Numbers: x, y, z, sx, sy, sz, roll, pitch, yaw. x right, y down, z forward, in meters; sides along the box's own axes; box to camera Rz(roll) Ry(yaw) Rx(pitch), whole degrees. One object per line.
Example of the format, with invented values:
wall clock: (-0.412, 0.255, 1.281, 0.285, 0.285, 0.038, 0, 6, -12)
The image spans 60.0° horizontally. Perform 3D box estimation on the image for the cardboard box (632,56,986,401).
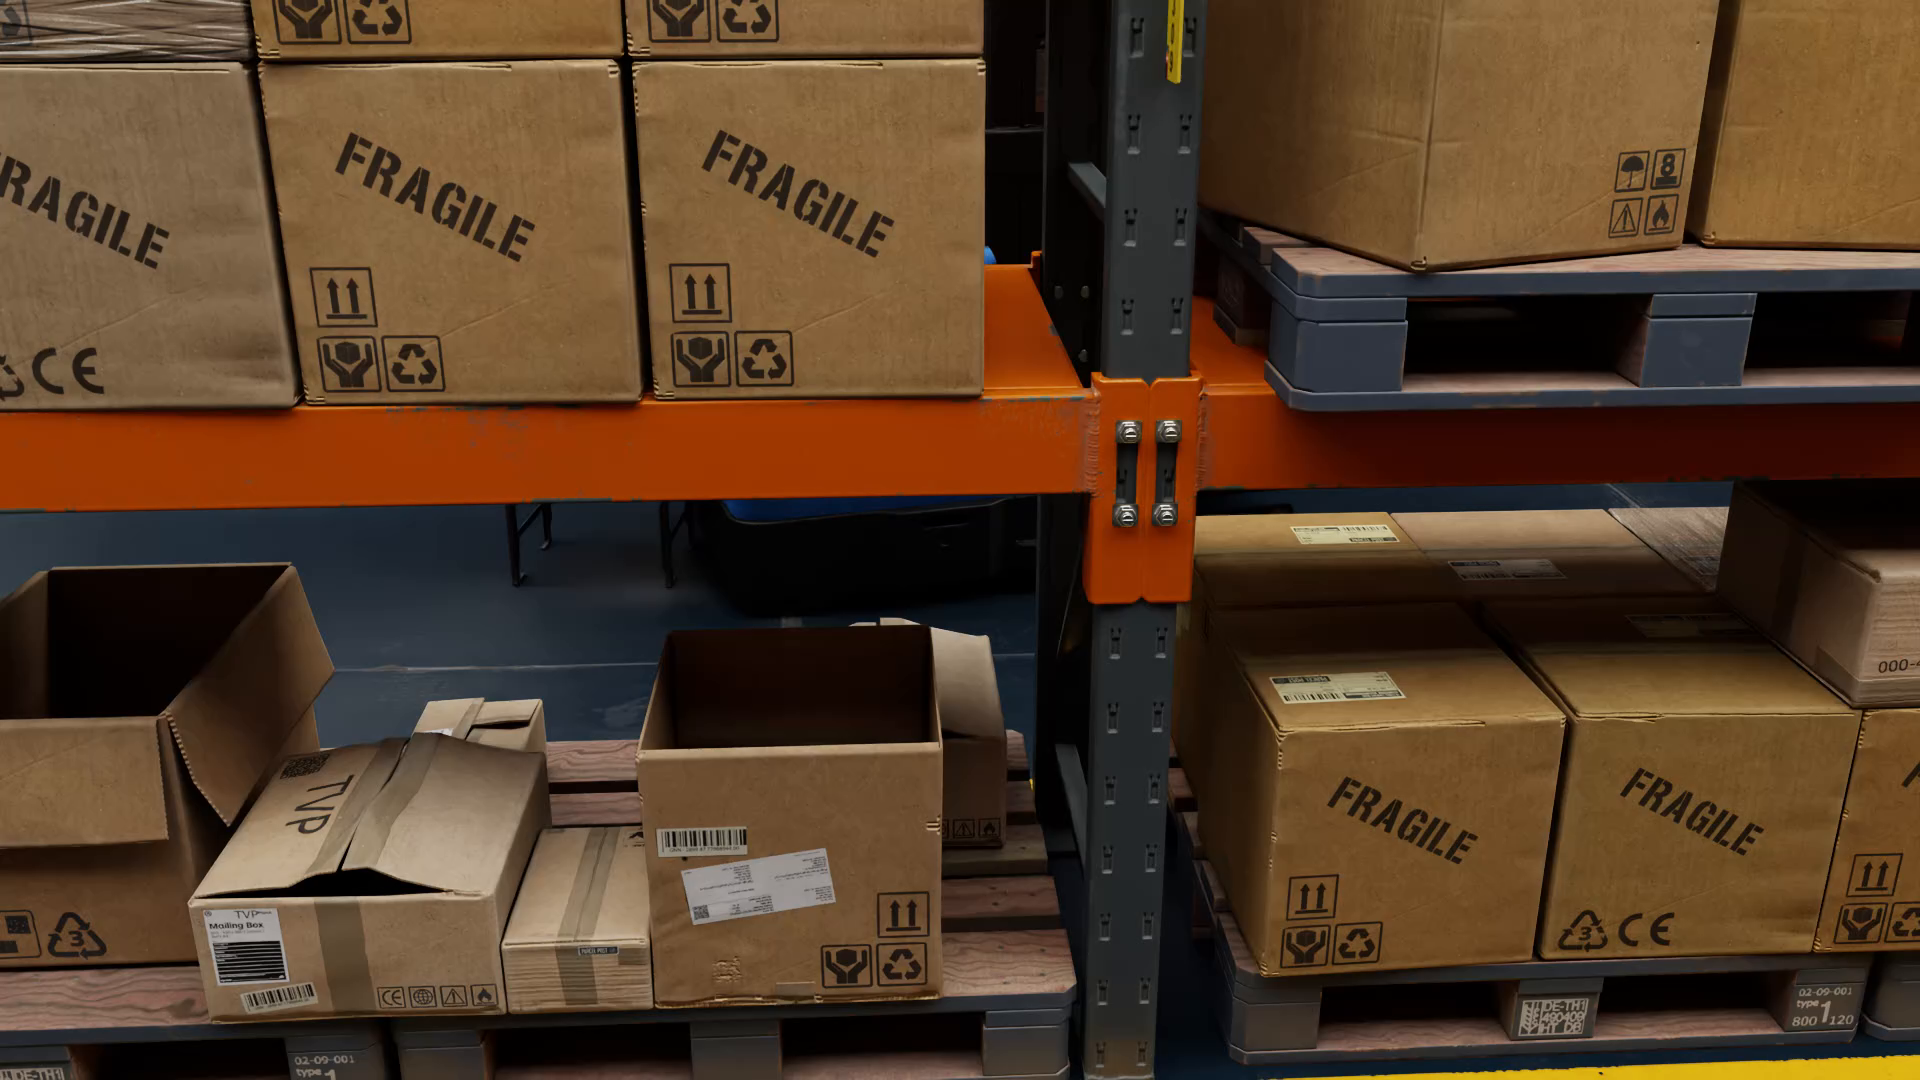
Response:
cardboard box: (-0.223, -0.534, 2.669, 0.500, 0.500, 0.500, -1, 21, -2)

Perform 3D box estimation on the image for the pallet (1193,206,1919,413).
pallet: (1.065, -0.477, 2.927, 1.213, 0.211, 1.003, -1, 21, -3)

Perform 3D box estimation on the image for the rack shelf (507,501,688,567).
rack shelf: (-1.148, -0.235, 5.292, 0.480, 0.518, 0.431, 1, 21, 2)

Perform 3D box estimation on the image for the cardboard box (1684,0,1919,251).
cardboard box: (1.430, -0.799, 2.772, 0.500, 0.500, 0.700, 2, 21, 6)

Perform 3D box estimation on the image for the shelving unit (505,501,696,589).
shelving unit: (-1.148, -0.902, 5.038, 0.503, 2.100, 0.431, 1, 21, 2)

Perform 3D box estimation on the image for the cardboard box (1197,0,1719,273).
cardboard box: (0.747, -0.762, 2.676, 0.500, 0.500, 0.700, -9, 22, -21)

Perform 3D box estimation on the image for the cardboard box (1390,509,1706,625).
cardboard box: (1.232, 0.255, 3.631, 0.500, 0.500, 0.500, -1, 21, -3)

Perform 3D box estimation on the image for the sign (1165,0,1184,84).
sign: (0.300, -0.801, 2.292, 0.005, 0.325, 0.100, -1, 21, -3)

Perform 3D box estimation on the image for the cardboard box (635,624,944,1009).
cardboard box: (-0.291, 0.486, 3.024, 0.500, 0.500, 0.500, -1, 21, -3)

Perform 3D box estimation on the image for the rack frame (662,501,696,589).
rack frame: (-0.904, -0.898, 5.028, 0.015, 2.100, 0.400, 1, 21, 2)

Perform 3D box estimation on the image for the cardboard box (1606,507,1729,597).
cardboard box: (1.732, 0.245, 3.658, 0.500, 0.500, 0.500, -1, 21, -2)

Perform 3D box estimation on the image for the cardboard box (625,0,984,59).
cardboard box: (-0.229, -1.001, 2.488, 0.500, 0.500, 0.500, -1, 21, -3)

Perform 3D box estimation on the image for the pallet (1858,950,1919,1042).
pallet: (2.292, 0.658, 3.595, 1.213, 0.211, 1.003, -1, 21, -3)

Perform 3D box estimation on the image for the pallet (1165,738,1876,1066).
pallet: (1.071, 0.684, 3.527, 1.213, 0.211, 1.003, -1, 21, -3)

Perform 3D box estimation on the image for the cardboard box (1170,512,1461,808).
cardboard box: (0.738, 0.262, 3.613, 0.500, 0.500, 0.500, -1, 21, -3)

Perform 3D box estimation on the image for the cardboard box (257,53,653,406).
cardboard box: (-0.738, -0.524, 2.640, 0.500, 0.500, 0.500, -1, 21, -2)

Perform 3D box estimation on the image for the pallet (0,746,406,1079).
pallet: (-1.645, 0.754, 3.345, 1.213, 0.211, 1.003, -1, 21, -3)

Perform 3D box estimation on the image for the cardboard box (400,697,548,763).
cardboard box: (-1.033, 0.482, 3.502, 0.250, 0.166, 0.380, -1, 21, -3)

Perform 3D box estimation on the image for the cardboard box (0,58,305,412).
cardboard box: (-1.250, -0.512, 2.610, 0.500, 0.500, 0.500, -1, 21, -2)

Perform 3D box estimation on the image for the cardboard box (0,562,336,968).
cardboard box: (-1.614, 0.412, 3.213, 0.637, 0.503, 0.797, -1, 21, -3)

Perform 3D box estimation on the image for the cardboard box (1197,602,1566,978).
cardboard box: (0.758, 0.450, 3.117, 0.500, 0.500, 0.500, -2, 21, -5)

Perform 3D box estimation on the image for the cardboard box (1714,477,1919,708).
cardboard box: (1.757, 0.080, 3.037, 0.500, 0.250, 0.500, -1, 21, -3)

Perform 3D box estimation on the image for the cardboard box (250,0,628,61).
cardboard box: (-0.740, -0.989, 2.458, 0.500, 0.500, 0.500, -2, 21, -4)

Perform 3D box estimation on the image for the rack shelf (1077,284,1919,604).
rack shelf: (2.258, -0.293, 3.187, 4.000, 0.370, 1.077, -1, 21, -3)

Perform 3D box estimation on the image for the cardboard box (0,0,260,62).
cardboard box: (-1.243, -0.979, 2.432, 0.500, 0.500, 0.500, -1, 21, -3)

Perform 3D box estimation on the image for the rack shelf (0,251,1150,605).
rack shelf: (-1.735, -0.212, 2.974, 4.000, 0.370, 1.077, -1, 21, -3)

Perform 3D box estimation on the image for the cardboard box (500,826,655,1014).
cardboard box: (-0.662, 0.679, 3.010, 0.250, 0.149, 0.380, -1, 21, -3)

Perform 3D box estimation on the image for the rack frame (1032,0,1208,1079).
rack frame: (0.261, -0.589, 2.952, 0.127, 3.000, 1.000, -1, 21, -3)

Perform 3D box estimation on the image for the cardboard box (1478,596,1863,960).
cardboard box: (1.290, 0.436, 3.156, 0.500, 0.500, 0.500, -1, 21, -2)

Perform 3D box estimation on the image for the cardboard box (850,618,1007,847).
cardboard box: (-0.170, 0.394, 3.532, 0.500, 0.311, 0.500, -1, 21, -3)

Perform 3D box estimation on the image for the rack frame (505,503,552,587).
rack frame: (-1.392, -0.906, 5.048, 0.015, 2.100, 0.400, 1, 21, 2)

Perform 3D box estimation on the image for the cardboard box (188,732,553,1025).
cardboard box: (-1.040, 0.590, 3.017, 0.500, 0.311, 0.500, -1, 21, -3)

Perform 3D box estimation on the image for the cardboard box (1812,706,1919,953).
cardboard box: (1.789, 0.428, 3.176, 0.500, 0.500, 0.500, -1, 21, -2)

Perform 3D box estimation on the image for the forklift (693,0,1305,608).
forklift: (0.628, -1.455, 5.324, 3.031, 2.935, 1.130, -6, 22, -16)

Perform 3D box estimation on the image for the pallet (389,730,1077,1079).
pallet: (-0.424, 0.728, 3.413, 1.213, 0.211, 1.003, -1, 21, -3)
